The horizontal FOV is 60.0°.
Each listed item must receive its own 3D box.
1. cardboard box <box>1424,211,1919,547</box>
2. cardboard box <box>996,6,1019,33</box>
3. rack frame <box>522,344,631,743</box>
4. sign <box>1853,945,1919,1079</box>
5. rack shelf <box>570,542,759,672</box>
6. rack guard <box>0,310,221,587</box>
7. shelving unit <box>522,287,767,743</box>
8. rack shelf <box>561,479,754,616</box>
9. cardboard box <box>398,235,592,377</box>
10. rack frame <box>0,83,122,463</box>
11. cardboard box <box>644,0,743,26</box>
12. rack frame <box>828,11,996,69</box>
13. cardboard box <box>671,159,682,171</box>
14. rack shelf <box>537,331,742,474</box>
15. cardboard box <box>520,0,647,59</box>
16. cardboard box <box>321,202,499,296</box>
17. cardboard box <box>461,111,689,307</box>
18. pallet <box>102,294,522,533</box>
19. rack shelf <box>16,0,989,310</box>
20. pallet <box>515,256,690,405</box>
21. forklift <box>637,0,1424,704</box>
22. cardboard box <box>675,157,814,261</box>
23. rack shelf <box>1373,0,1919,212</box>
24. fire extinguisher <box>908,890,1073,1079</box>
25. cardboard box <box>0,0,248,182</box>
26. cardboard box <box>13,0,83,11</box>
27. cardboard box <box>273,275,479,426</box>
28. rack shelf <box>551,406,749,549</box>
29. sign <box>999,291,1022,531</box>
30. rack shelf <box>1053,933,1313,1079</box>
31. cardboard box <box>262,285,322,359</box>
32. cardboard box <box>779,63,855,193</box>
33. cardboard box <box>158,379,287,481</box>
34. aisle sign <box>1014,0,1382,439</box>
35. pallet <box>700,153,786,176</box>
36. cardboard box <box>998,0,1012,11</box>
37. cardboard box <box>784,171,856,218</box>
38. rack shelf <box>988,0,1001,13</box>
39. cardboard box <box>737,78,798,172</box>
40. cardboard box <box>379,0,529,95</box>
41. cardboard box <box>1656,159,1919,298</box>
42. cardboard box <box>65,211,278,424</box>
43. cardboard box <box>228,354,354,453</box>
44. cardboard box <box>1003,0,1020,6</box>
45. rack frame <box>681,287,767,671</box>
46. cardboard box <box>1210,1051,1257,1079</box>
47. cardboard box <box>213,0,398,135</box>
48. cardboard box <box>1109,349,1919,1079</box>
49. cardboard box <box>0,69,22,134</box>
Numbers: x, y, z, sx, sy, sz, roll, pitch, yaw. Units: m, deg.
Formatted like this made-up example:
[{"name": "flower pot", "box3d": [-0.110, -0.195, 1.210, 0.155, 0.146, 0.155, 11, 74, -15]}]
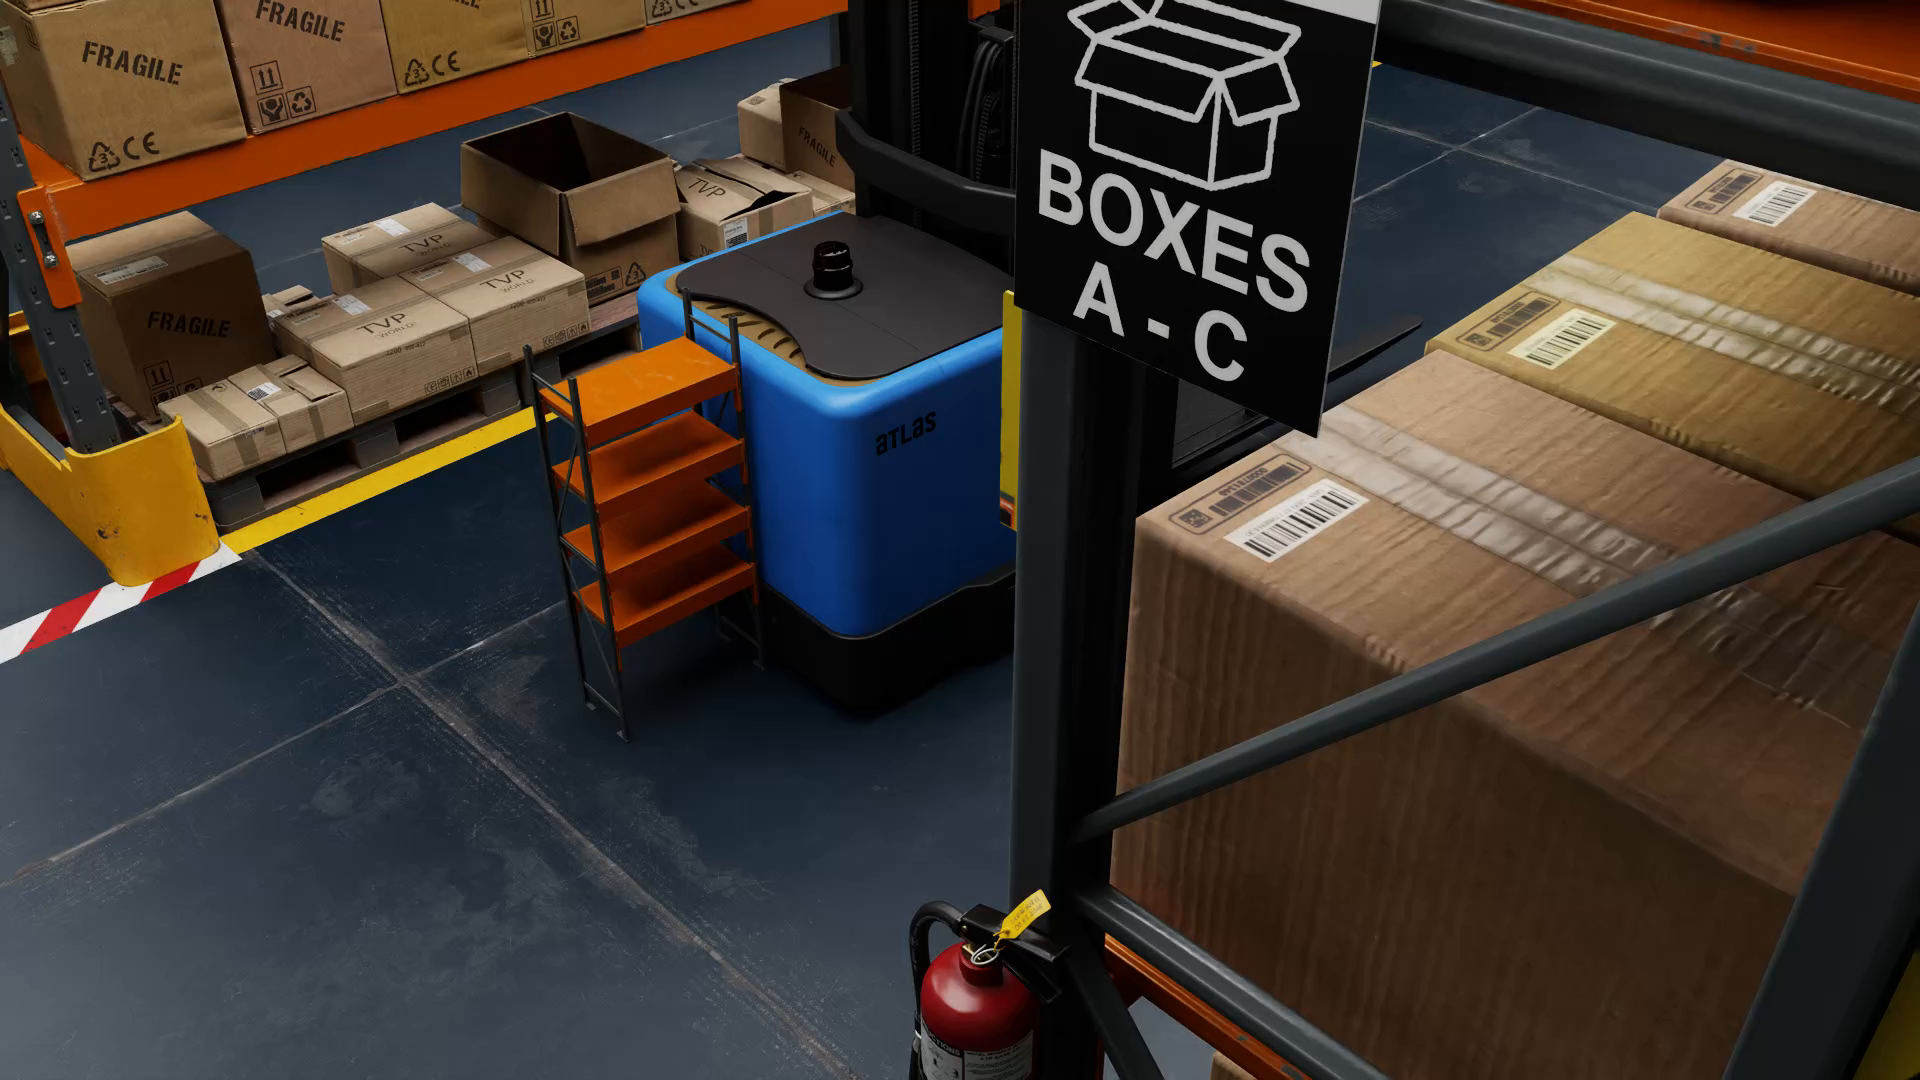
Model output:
[{"name": "cardboard box", "box3d": [1.320, 0.025, 2.722, 0.980, 0.700, 0.700, 29, 44, 35]}, {"name": "cardboard box", "box3d": [0.277, -2.213, 7.994, 0.500, 0.500, 0.500, 27, 43, 33]}, {"name": "rack frame", "box3d": [-1.036, 0.041, 4.535, 0.015, 1.200, 0.240, -27, 43, -33]}, {"name": "sign", "box3d": [0.852, 0.498, 1.481, 0.100, 0.325, 0.005, 30, 45, 35]}, {"name": "rack shelf", "box3d": [-0.855, 0.166, 4.821, 0.480, 0.148, 0.258, -27, 43, -33]}, {"name": "rack guard", "box3d": [-3.002, -0.341, 5.695, 1.175, 0.500, 0.348, 30, 45, 35]}, {"name": "shelving unit", "box3d": [-0.855, -0.052, 4.669, 0.503, 1.200, 0.258, -27, 43, -33]}, {"name": "rack shelf", "box3d": [-0.855, 0.003, 4.707, 0.480, 0.148, 0.258, -27, 43, -33]}, {"name": "cardboard box", "box3d": [-1.766, -0.901, 6.332, 0.500, 0.250, 0.500, 30, 45, 35]}, {"name": "rack frame", "box3d": [-3.055, -1.336, 4.936, 1.000, 3.000, 0.127, 30, 45, 35]}, {"name": "cardboard box", "box3d": [-1.130, -2.275, 6.195, 0.500, 0.500, 0.500, -29, 44, -35]}, {"name": "rack frame", "box3d": [-0.237, -2.959, 7.264, 1.000, 3.000, 0.127, 30, 45, 35]}, {"name": "cardboard box", "box3d": [-1.289, -1.539, 7.321, 0.380, 0.166, 0.250, 30, 45, 35]}, {"name": "rack shelf", "box3d": [-0.855, -0.374, 4.444, 0.480, 0.148, 0.258, -27, 43, -33]}, {"name": "cardboard box", "box3d": [-1.487, -2.067, 5.897, 0.500, 0.500, 0.500, -29, 44, -35]}, {"name": "cardboard box", "box3d": [-2.156, -1.082, 6.591, 0.500, 0.250, 0.500, 30, 45, 35]}, {"name": "cardboard box", "box3d": [-1.557, -1.351, 6.756, 0.797, 0.503, 0.637, 30, 45, 35]}, {"name": "pallet", "box3d": [-2.441, -0.547, 6.243, 1.003, 0.211, 1.213, 30, 45, 35]}, {"name": "rack shelf", "box3d": [-1.646, -1.852, 6.306, 1.077, 0.370, 4.000, 30, 45, 35]}, {"name": "pallet", "box3d": [-1.581, -1.040, 6.949, 1.003, 0.211, 1.213, 30, 45, 35]}, {"name": "forklift", "box3d": [0.468, -1.444, 5.151, 3.031, 2.935, 1.130, -27, 43, -33]}, {"name": "cardboard box", "box3d": [-0.966, -1.387, 6.976, 0.500, 0.311, 0.500, 30, 45, 35]}, {"name": "rack shelf", "box3d": [1.872, -1.088, 2.587, 1.077, 0.370, 4.000, 30, 45, 35]}, {"name": "fire extinguisher", "box3d": [0.029, 0.719, 2.383, 0.296, 0.674, 0.183, 30, 45, 35]}, {"name": "cardboard box", "box3d": [-2.556, -1.451, 5.013, 0.500, 0.500, 0.500, -29, 44, -35]}, {"name": "cardboard box", "box3d": [-2.556, -1.861, 4.727, 0.500, 0.500, 0.500, -28, 44, -34]}, {"name": "cardboard box", "box3d": [-2.119, -0.698, 6.040, 0.500, 0.250, 0.500, 30, 45, 35]}, {"name": "rack shelf", "box3d": [-0.855, -0.180, 4.579, 0.480, 0.148, 0.258, -27, 43, -33]}, {"name": "sign", "box3d": [0.087, -0.137, 1.998, 0.100, 0.325, 0.005, 30, 45, 35]}, {"name": "rack shelf", "box3d": [1.872, 0.143, 3.446, 1.077, 0.370, 4.000, 30, 45, 35]}, {"name": "cardboard box", "box3d": [-2.498, -0.802, 6.263, 0.380, 0.166, 0.250, 30, 45, 35]}, {"name": "cardboard box", "box3d": [-0.437, -1.769, 7.358, 0.500, 0.500, 0.500, 30, 45, 35]}, {"name": "cardboard box", "box3d": [-2.516, -0.378, 5.671, 0.380, 0.149, 0.250, 30, 45, 35]}, {"name": "aisle sign", "box3d": [0.199, -0.499, 1.463, 0.394, 0.787, 0.004, 30, 45, 35]}, {"name": "pallet", "box3d": [-0.722, -1.537, 7.663, 1.003, 0.211, 1.213, 30, 45, 35]}, {"name": "cardboard box", "box3d": [-0.093, -2.430, 8.307, 0.500, 0.500, 0.500, 29, 44, 35]}, {"name": "cardboard box", "box3d": [-0.659, -1.449, 7.206, 0.380, 0.149, 0.250, 30, 45, 35]}, {"name": "rack shelf", "box3d": [1.172, -3.476, 8.634, 1.077, 0.370, 4.000, 30, 45, 35]}, {"name": "cardboard box", "box3d": [-0.686, -1.954, 7.788, 0.500, 0.311, 0.500, 30, 45, 35]}, {"name": "cardboard box", "box3d": [-1.840, -1.865, 5.607, 0.500, 0.500, 0.500, 29, 44, 35]}, {"name": "cardboard box", "box3d": [1.863, -0.280, 3.161, 0.980, 0.700, 0.700, 27, 43, 33]}, {"name": "cardboard box", "box3d": [-2.847, -0.811, 5.984, 0.500, 0.500, 0.500, 30, 45, 35]}, {"name": "cardboard box", "box3d": [-2.340, -0.487, 5.811, 0.380, 0.166, 0.250, 30, 45, 35]}, {"name": "cardboard box", "box3d": [0.261, -2.628, 8.589, 0.500, 0.500, 0.500, -30, 45, -35]}, {"name": "rack frame", "box3d": [-0.674, -0.145, 4.803, 0.015, 1.200, 0.240, -27, 43, -33]}, {"name": "cardboard box", "box3d": [0.885, 1.188, 3.136, 0.700, 0.500, 0.500, 30, 45, 35]}, {"name": "cardboard box", "box3d": [-2.196, -1.662, 5.317, 0.500, 0.500, 0.500, 29, 44, 35]}, {"name": "cardboard box", "box3d": [0.815, 0.325, 2.292, 0.700, 0.700, 0.980, -28, 43, -34]}, {"name": "cardboard box", "box3d": [-2.933, -1.668, 5.326, 0.500, 0.500, 0.500, -28, 44, -34]}]
